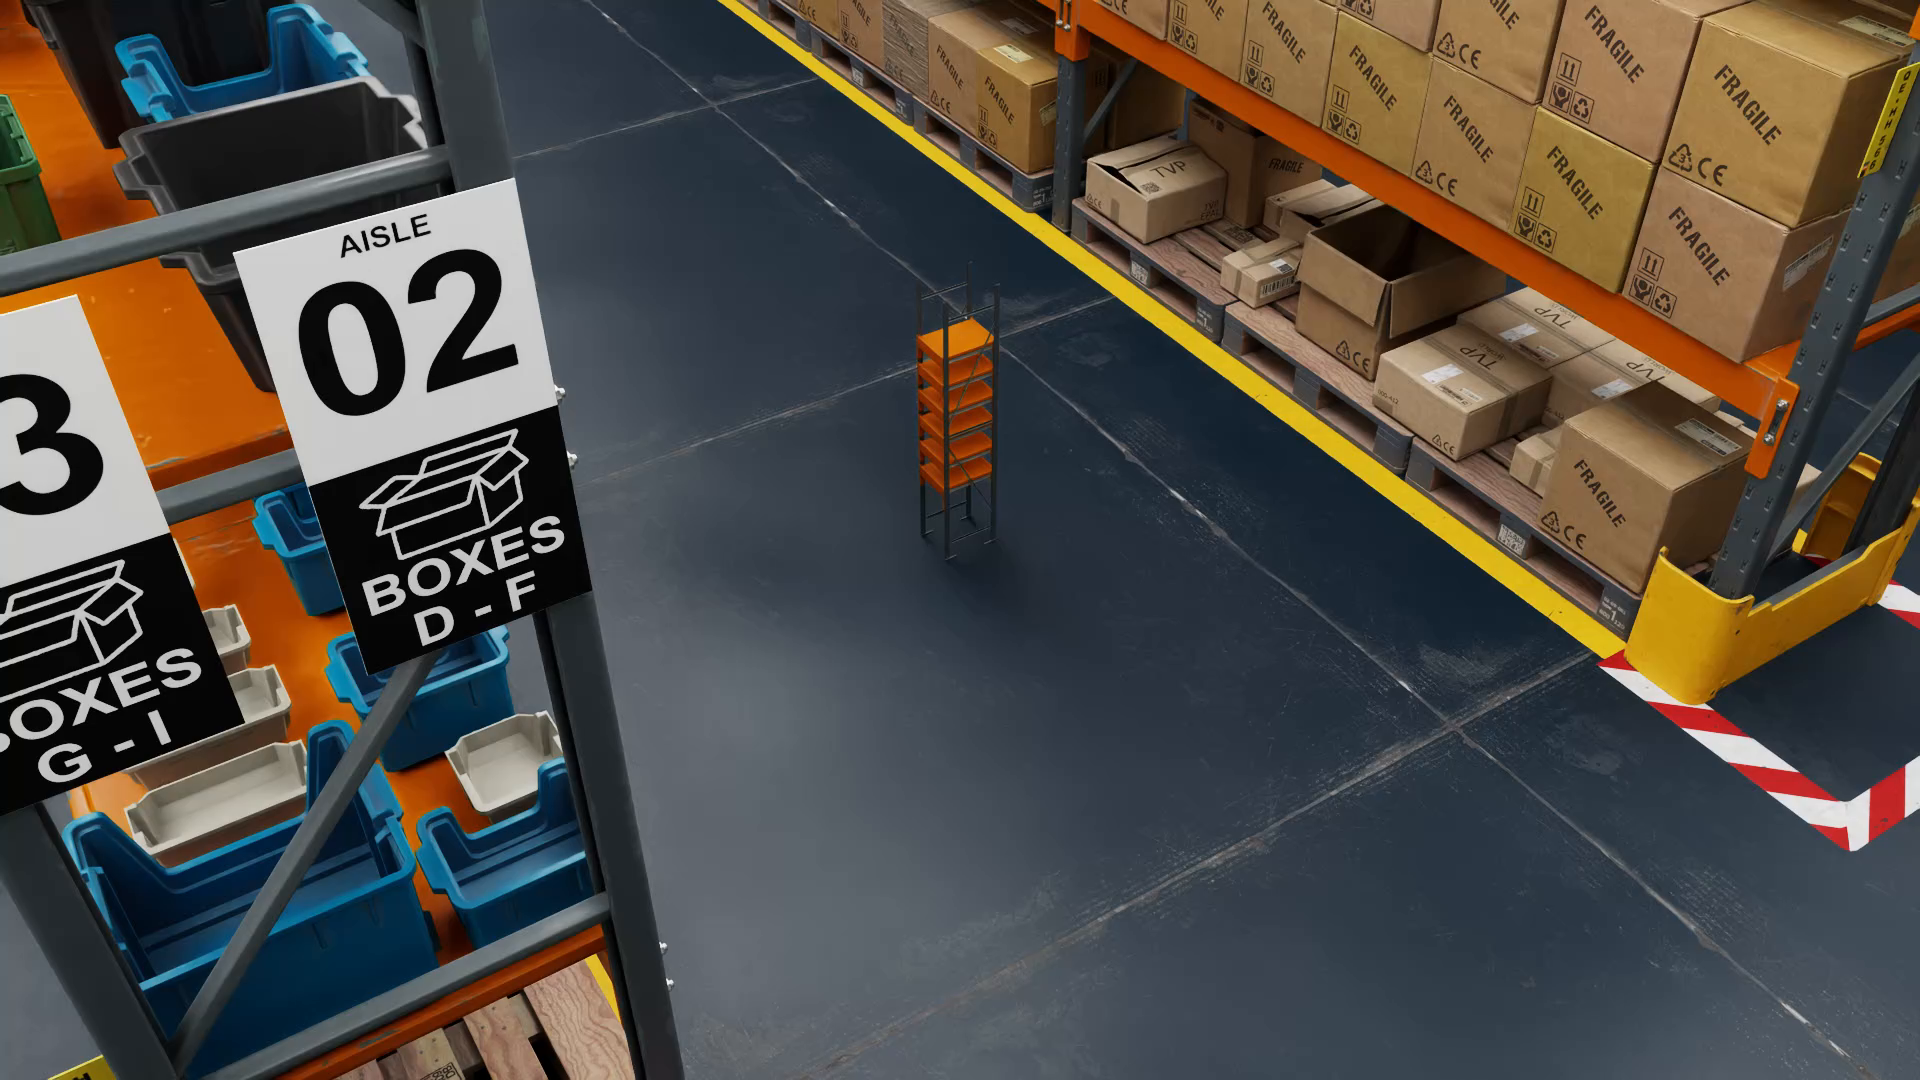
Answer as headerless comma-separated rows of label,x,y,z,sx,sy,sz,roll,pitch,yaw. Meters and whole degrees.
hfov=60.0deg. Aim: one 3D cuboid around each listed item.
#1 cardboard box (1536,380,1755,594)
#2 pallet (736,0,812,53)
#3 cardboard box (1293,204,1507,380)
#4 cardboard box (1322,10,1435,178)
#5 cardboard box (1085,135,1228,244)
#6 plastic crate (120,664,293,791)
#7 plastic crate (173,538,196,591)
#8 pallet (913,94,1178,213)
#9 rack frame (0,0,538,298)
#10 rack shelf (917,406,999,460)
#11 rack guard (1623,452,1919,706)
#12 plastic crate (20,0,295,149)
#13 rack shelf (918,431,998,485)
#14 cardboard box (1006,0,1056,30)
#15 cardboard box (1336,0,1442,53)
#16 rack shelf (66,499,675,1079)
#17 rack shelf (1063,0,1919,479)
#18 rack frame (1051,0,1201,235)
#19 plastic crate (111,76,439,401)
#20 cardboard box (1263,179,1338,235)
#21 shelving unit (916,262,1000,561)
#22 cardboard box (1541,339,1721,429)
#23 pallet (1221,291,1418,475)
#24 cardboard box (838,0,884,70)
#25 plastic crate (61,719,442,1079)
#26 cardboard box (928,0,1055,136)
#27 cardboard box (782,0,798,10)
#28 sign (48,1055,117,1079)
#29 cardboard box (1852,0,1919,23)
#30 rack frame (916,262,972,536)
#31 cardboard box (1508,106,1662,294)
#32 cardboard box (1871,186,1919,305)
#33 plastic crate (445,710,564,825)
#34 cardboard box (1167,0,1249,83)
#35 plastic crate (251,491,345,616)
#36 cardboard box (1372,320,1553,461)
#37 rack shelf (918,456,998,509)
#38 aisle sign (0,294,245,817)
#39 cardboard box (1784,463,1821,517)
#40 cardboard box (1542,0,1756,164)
cardboard box,2.585,-0.206,6.263,0.500,0.500,0.500,-22,45,-24
pallet,-0.847,-3.619,10.929,1.003,0.211,1.213,-22,45,-24
cardboard box,1.948,-1.145,7.388,0.797,0.503,0.637,-22,45,-24
cardboard box,1.798,-1.797,6.486,0.500,0.500,0.500,-23,45,-25
cardboard box,0.977,-1.783,8.303,0.500,0.311,0.500,-22,45,-24
plastic crate,-1.828,0.453,4.022,0.396,0.136,0.243,-22,45,-24
plastic crate,-2.174,0.158,4.376,0.298,0.136,0.250,-22,45,-24
pallet,0.465,-2.302,9.348,1.003,0.211,1.213,-22,45,-24
rack frame,-1.094,-1.391,1.389,1.000,3.000,0.127,-22,45,-24
rack shelf,-0.008,-0.435,6.404,0.258,0.103,0.180,-22,45,-24
rack guard,3.044,0.130,6.203,1.175,0.500,0.348,-22,45,-24
plastic crate,-1.683,-1.134,3.472,0.504,0.338,0.767,-22,45,-24
rack shelf,-0.008,-0.342,6.481,0.258,0.103,0.180,-22,45,-24
cardboard box,0.583,-2.786,9.359,0.500,0.500,0.500,-22,44,-24
cardboard box,1.782,-2.185,6.170,0.500,0.500,0.500,-21,44,-23
rack shelf,-2.169,0.111,4.835,1.077,0.370,4.000,-22,45,-24
rack shelf,2.009,-1.592,6.879,1.077,0.370,4.000,-22,45,-24
rack frame,0.934,-2.948,7.944,1.000,3.000,0.127,-22,45,-24
plastic crate,-1.066,-0.492,2.756,0.497,0.269,0.590,-22,45,-24
cardboard box,1.732,-1.630,8.246,0.380,0.149,0.250,-22,45,-24
shelving unit,-0.008,-0.469,6.375,0.258,1.200,0.189,-22,45,-24
cardboard box,2.763,-0.562,6.886,0.500,0.250,0.500,-22,45,-24
pallet,1.962,-0.846,7.601,1.003,0.211,1.213,-22,45,-24
cardboard box,-0.376,-3.138,9.782,0.500,0.500,0.500,-24,45,-26
plastic crate,-1.431,0.761,3.419,0.616,0.435,0.499,-22,45,-24
cardboard box,0.168,-2.594,9.129,0.500,0.500,0.500,-22,45,-24
cardboard box,-0.927,-3.691,10.445,0.500,0.500,0.500,-24,45,-26
sign,-1.549,1.050,3.020,0.100,0.325,0.005,-22,45,-24
cardboard box,3.068,-1.542,5.398,0.500,0.500,0.500,-21,44,-23
rack frame,-0.057,-0.518,6.435,0.240,1.200,0.006,-22,45,-24
cardboard box,2.332,-1.254,5.834,0.500,0.500,0.500,-22,45,-24
cardboard box,3.068,-1.157,5.718,0.500,0.500,0.500,-21,44,-24
plastic crate,-1.052,0.544,3.913,0.250,0.136,0.298,-22,45,-24
cardboard box,1.256,-2.342,7.139,0.500,0.500,0.500,-21,44,-24
plastic crate,-1.657,-0.002,4.493,0.416,0.233,0.300,-22,45,-24
cardboard box,2.099,-0.633,6.971,0.500,0.250,0.500,-22,45,-24
rack shelf,-0.008,-0.250,6.557,0.258,0.103,0.180,-22,45,-24
aisle sign,-1.302,0.055,2.310,0.394,0.787,0.004,-22,45,-24
cardboard box,3.149,-0.207,6.538,0.380,0.149,0.250,-22,45,-24
cardboard box,2.341,-1.629,5.503,0.500,0.500,0.500,-21,44,-23
